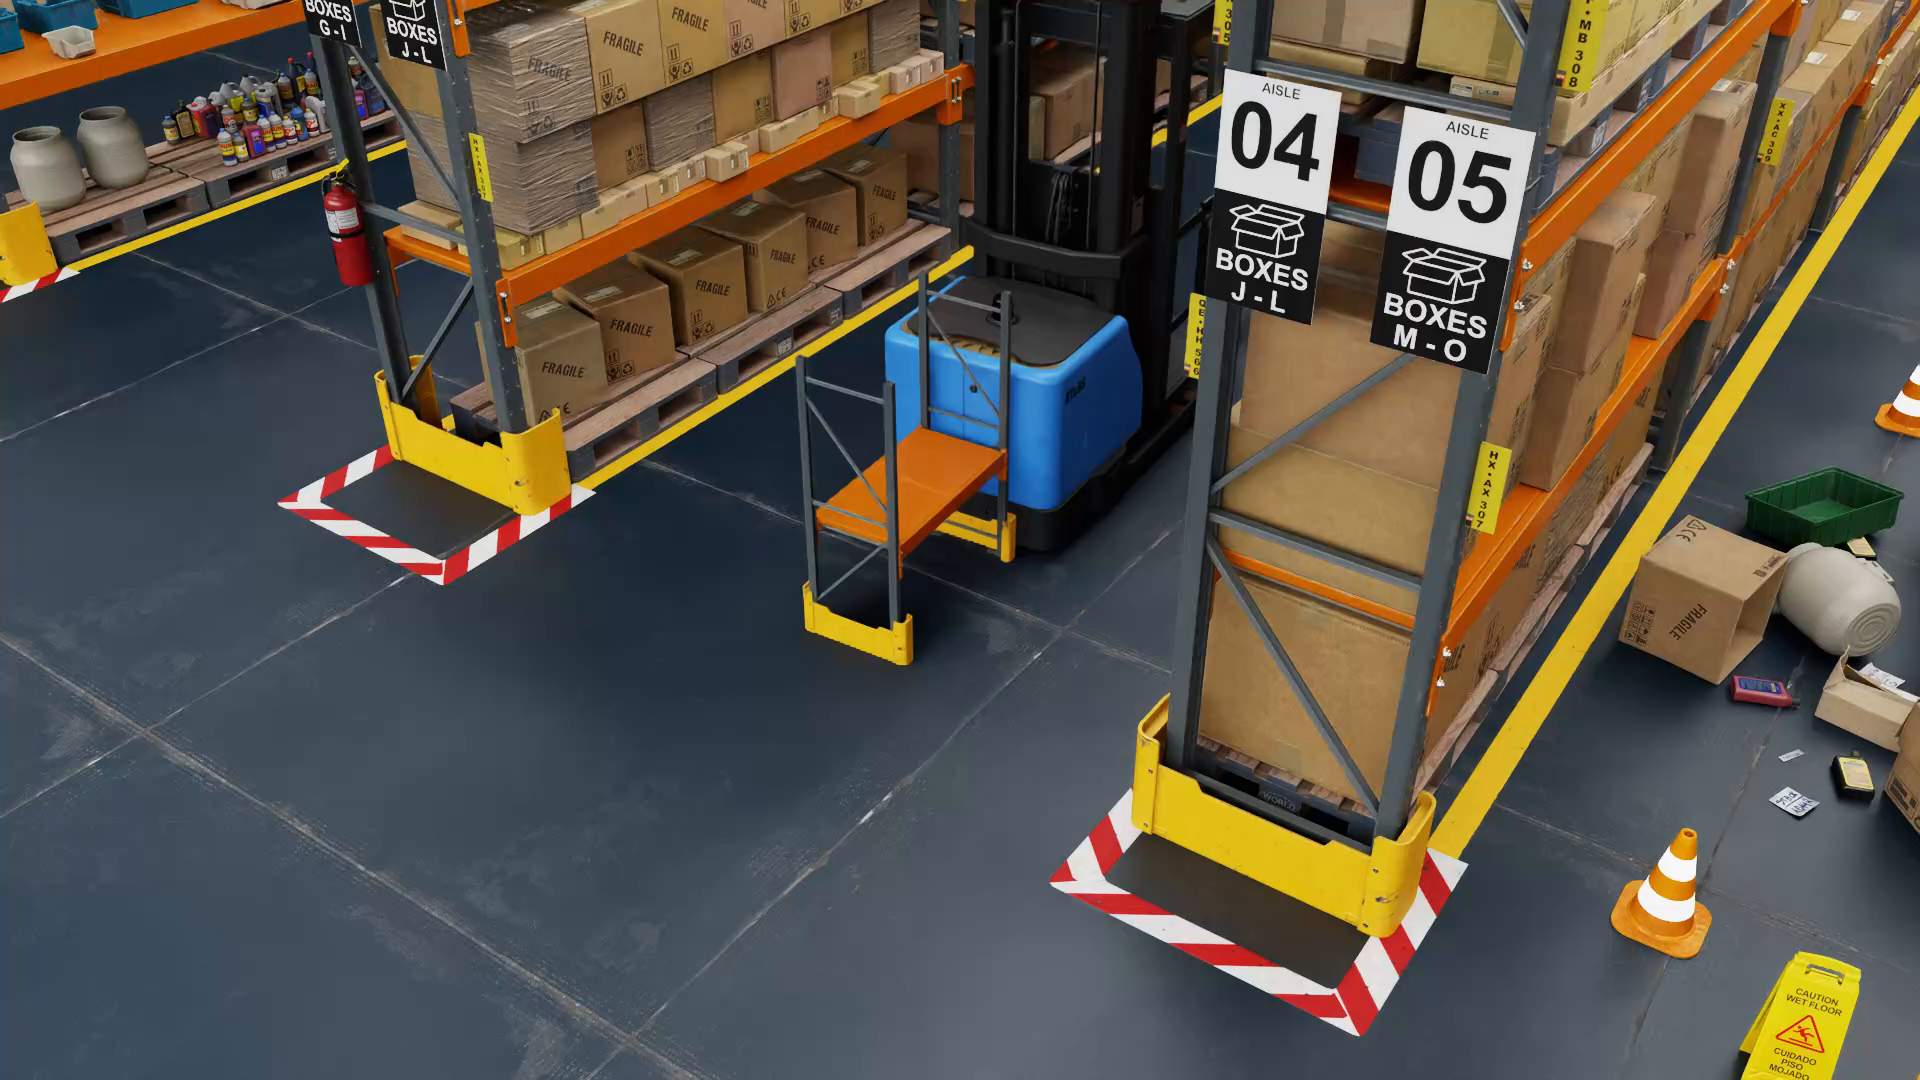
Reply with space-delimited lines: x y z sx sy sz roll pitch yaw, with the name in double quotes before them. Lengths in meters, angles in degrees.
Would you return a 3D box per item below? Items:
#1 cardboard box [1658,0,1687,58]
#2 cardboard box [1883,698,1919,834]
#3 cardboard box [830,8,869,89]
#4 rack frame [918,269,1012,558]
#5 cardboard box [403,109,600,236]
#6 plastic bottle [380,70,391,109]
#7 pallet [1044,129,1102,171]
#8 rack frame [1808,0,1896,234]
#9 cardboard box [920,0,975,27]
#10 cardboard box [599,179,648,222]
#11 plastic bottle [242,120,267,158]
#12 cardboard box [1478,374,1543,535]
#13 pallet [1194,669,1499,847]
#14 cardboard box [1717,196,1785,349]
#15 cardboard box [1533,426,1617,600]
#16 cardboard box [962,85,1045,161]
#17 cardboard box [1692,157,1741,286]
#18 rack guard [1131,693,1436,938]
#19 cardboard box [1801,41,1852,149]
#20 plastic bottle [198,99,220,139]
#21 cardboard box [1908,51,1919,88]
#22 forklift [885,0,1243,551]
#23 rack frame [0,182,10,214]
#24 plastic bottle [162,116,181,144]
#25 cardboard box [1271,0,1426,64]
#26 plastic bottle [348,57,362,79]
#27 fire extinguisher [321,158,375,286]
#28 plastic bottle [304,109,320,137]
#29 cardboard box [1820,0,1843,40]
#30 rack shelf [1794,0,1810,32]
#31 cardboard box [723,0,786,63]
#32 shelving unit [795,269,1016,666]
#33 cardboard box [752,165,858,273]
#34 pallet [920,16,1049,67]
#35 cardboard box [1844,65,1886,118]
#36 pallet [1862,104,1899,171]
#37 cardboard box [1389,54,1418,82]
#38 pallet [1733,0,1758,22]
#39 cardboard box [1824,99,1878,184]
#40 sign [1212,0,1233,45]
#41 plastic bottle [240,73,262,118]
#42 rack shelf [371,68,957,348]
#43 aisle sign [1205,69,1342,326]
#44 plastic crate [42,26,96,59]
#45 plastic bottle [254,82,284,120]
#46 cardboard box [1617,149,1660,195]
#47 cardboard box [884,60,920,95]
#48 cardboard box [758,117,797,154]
"cardboard box" 2.321 -1.832 5.864 0.380 0.149 0.250 21 40 28
"cardboard box" 4.333 0.994 6.831 0.797 0.503 0.637 -3 34 -4
"cardboard box" -1.071 -3.188 10.432 0.875 0.500 0.500 21 39 28
"rack frame" 0.021 -0.603 8.303 0.500 1.500 0.032 18 38 25
"cardboard box" -2.394 -1.998 8.672 0.875 0.500 0.500 21 39 28
"plastic bottle" -4.649 -3.708 13.528 0.144 0.351 0.185 20 39 27
"pallet" 0.688 -3.197 13.289 1.003 0.211 1.213 21 39 28
"rack frame" 5.848 -3.640 11.454 1.000 3.000 0.127 21 39 28
"cardboard box" 0.118 -4.173 11.333 1.000 1.000 1.000 22 40 28
"cardboard box" -1.933 -1.881 9.077 0.380 0.149 0.250 21 39 28
"plastic bottle" -5.365 -3.061 12.631 0.061 0.283 0.133 22 40 29
"cardboard box" 1.757 -0.465 6.627 0.875 0.550 0.550 21 39 28
"pallet" 1.678 0.804 7.372 1.003 0.211 1.213 21 39 28
"cardboard box" 4.401 -1.798 10.364 1.050 0.750 0.750 21 39 28
"cardboard box" 2.641 -0.409 8.200 0.875 0.875 0.875 22 40 29
"cardboard box" 0.206 -3.066 12.444 0.700 0.500 0.500 21 39 28
"cardboard box" 3.367 -1.687 8.434 0.875 0.550 0.550 21 39 28
"rack guard" 1.273 1.089 6.694 1.175 0.500 0.348 21 39 28
"cardboard box" 4.953 -2.692 9.963 0.500 0.500 0.500 22 40 29
"plastic bottle" -5.858 -3.287 12.964 0.061 0.283 0.133 21 39 28
"cardboard box" 7.914 -4.198 14.136 0.500 0.500 0.500 20 39 27
"forklift" 0.786 -1.957 9.027 1.130 2.935 3.031 18 38 25
"rack frame" -6.799 -3.171 10.761 1.000 3.000 0.127 21 39 28
"plastic bottle" -6.112 -3.179 12.879 0.097 0.201 0.097 0 34 0
"cardboard box" 1.336 -1.791 5.448 0.500 0.250 0.500 22 40 29
"plastic bottle" -5.118 -3.981 14.065 0.097 0.201 0.097 0 34 0
"fire extinguisher" -3.174 -1.651 8.583 0.296 0.674 0.183 21 39 28
"plastic bottle" -5.083 -3.273 13.017 0.097 0.201 0.097 0 34 0
"cardboard box" 5.006 -3.422 10.150 0.700 0.500 0.500 21 39 28
"rack shelf" 4.708 -3.664 9.455 1.077 0.370 4.000 21 39 28
"cardboard box" -1.338 -3.024 9.297 0.500 0.500 0.500 21 39 28
"shelving unit" -0.233 -0.363 7.948 0.587 1.500 1.083 18 38 25
"cardboard box" -1.031 -2.131 11.080 0.500 0.500 0.500 -23 40 -30
"pallet" 0.106 -3.655 11.649 1.003 0.211 1.213 21 39 28
"cardboard box" 6.440 -3.329 12.182 0.500 0.250 0.500 19 39 26
"pallet" 6.991 -3.403 13.593 1.003 0.211 1.213 21 39 28
"cardboard box" 1.342 -1.689 5.652 0.380 0.149 0.250 22 40 29
"pallet" 3.092 -2.631 7.365 1.003 0.211 1.213 21 39 28
"cardboard box" 6.461 -3.022 12.398 0.500 0.500 0.500 20 39 26
"sign" 0.849 -1.714 5.210 0.100 0.325 0.005 21 39 28
"plastic bottle" -5.670 -3.575 13.331 0.144 0.351 0.185 21 39 28
"rack shelf" -1.590 -2.211 9.984 1.077 0.370 4.000 21 39 28
"aisle sign" 1.000 -1.098 5.375 0.394 0.787 0.004 21 39 28
"plastic crate" -6.025 -3.371 11.292 0.298 0.136 0.250 21 39 28
"plastic bottle" -5.534 -3.508 13.299 0.152 0.276 0.135 21 39 28
"cardboard box" 2.394 -1.408 7.057 0.875 0.550 0.500 21 39 28
"cardboard box" -0.481 -3.021 10.763 0.380 0.149 0.250 21 39 28
"cardboard box" -1.198 -2.447 9.915 0.380 0.149 0.250 21 39 28
